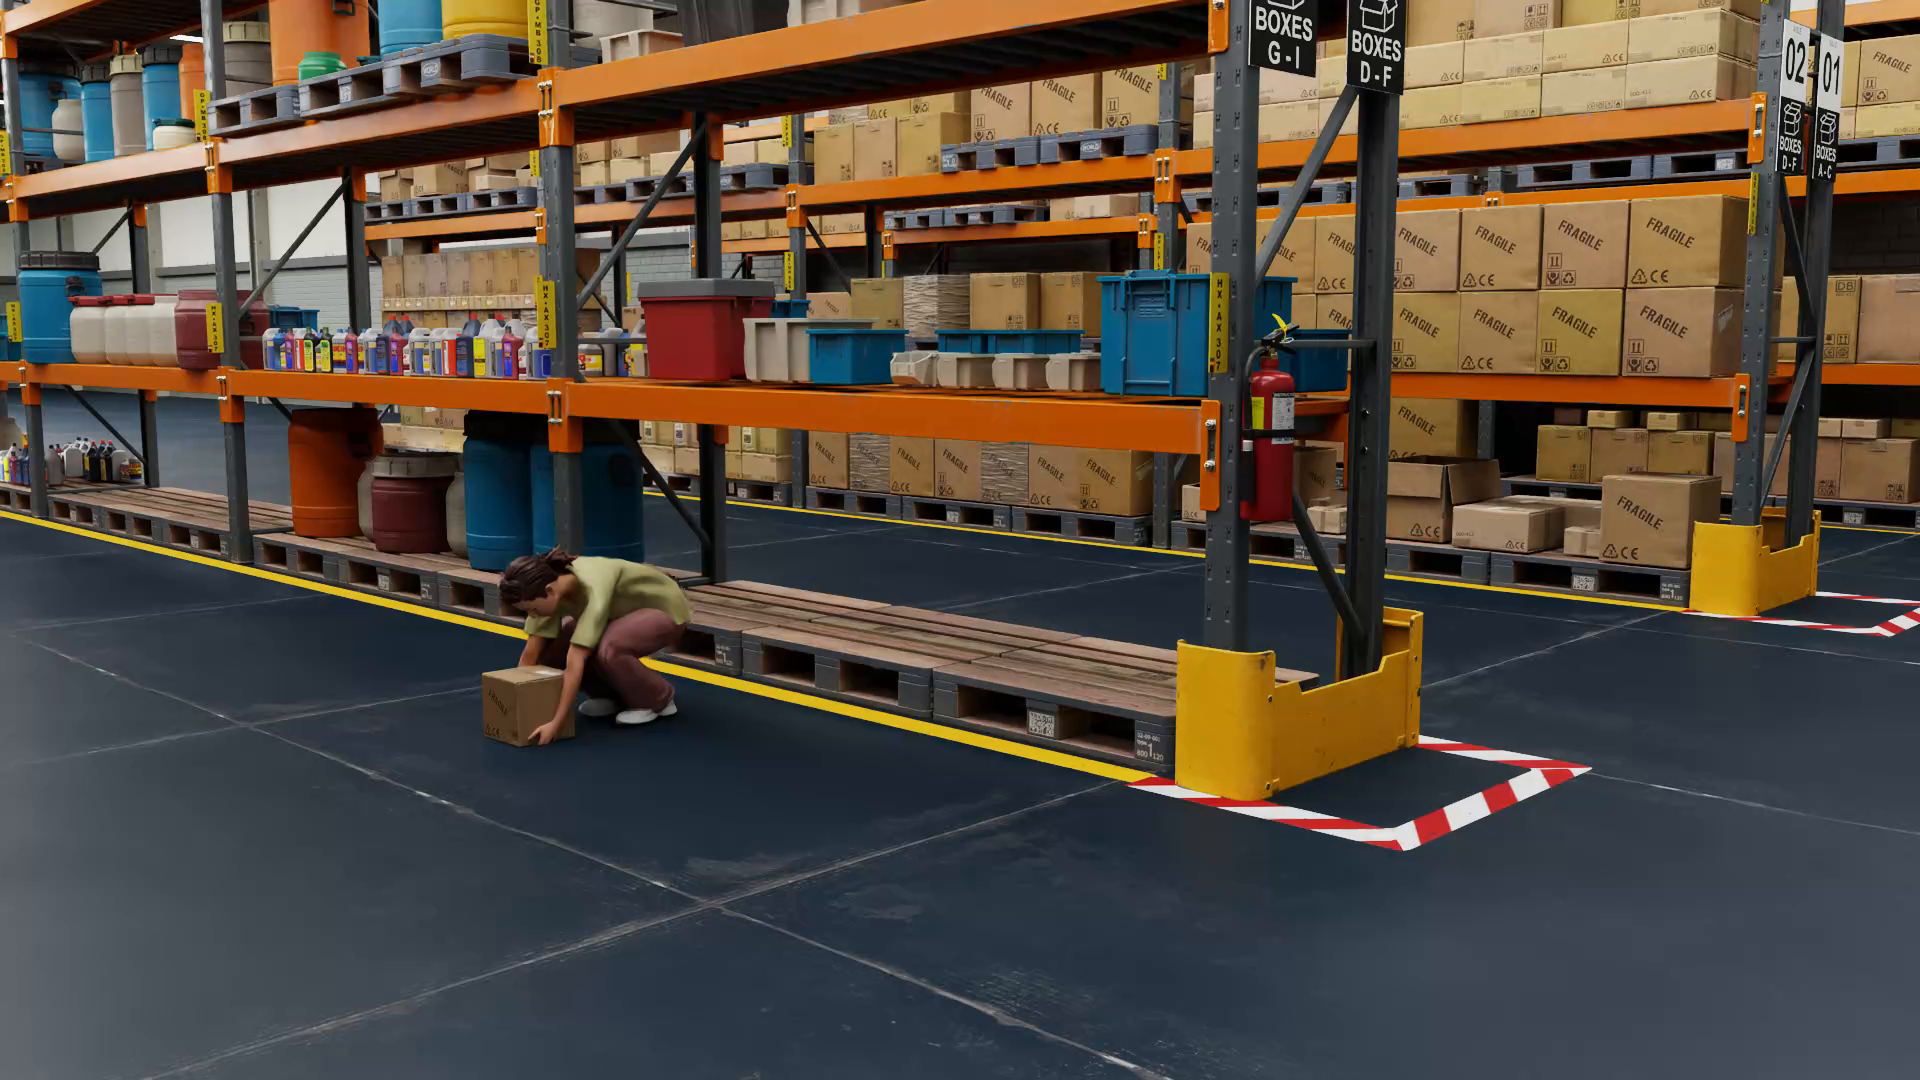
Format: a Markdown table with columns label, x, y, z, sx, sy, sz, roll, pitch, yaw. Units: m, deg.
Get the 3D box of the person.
| label | x | y | z | sx | sy | sz | roll | pitch | yaw |
| --- | --- | --- | --- | --- | --- | --- | --- | --- | --- |
| person | -1.453 | 0.405 | 6.608 | 0.468 | 0.784 | 0.845 | 7 | 10 | 42 |
